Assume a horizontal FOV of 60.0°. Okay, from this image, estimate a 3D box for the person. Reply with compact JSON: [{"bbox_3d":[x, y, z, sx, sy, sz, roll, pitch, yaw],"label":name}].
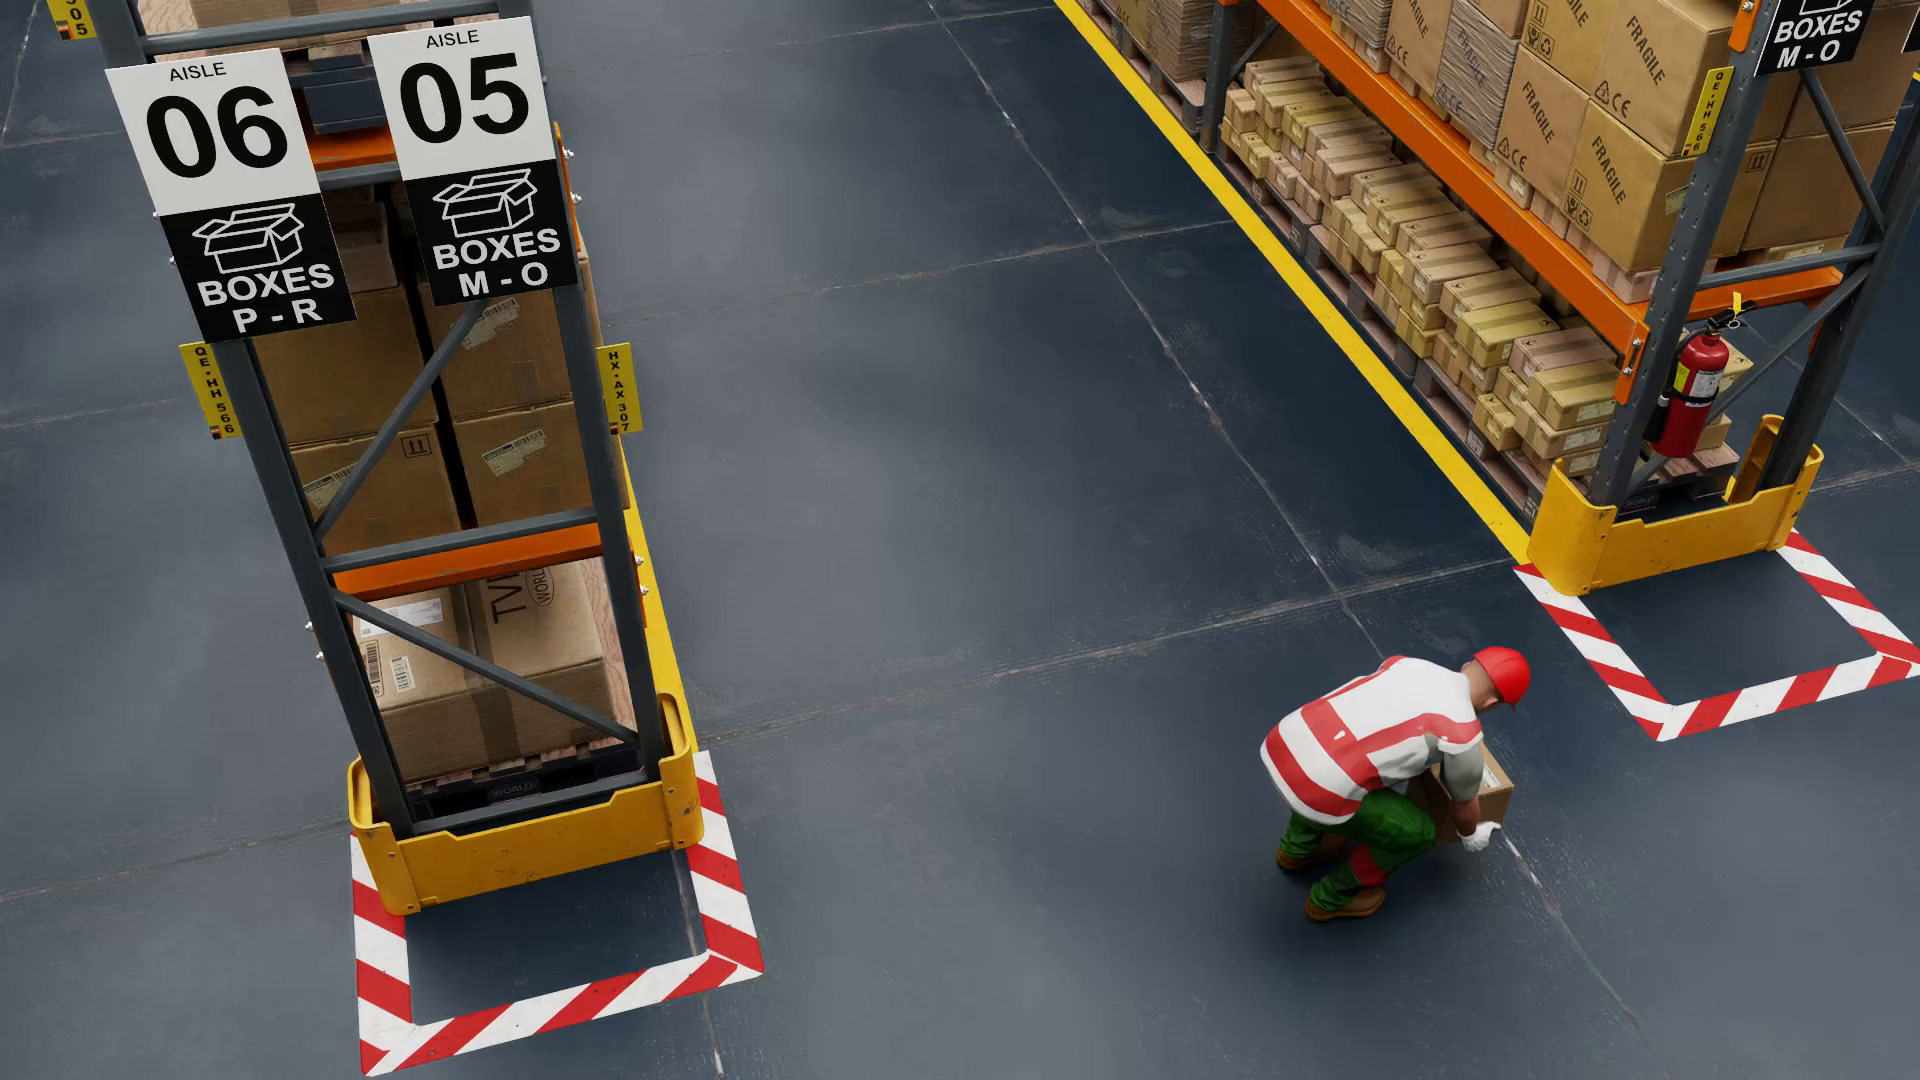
[{"bbox_3d":[1.491,0.841,5.805,0.950,0.987,0.535,-13,44,-15],"label":"person"}]
